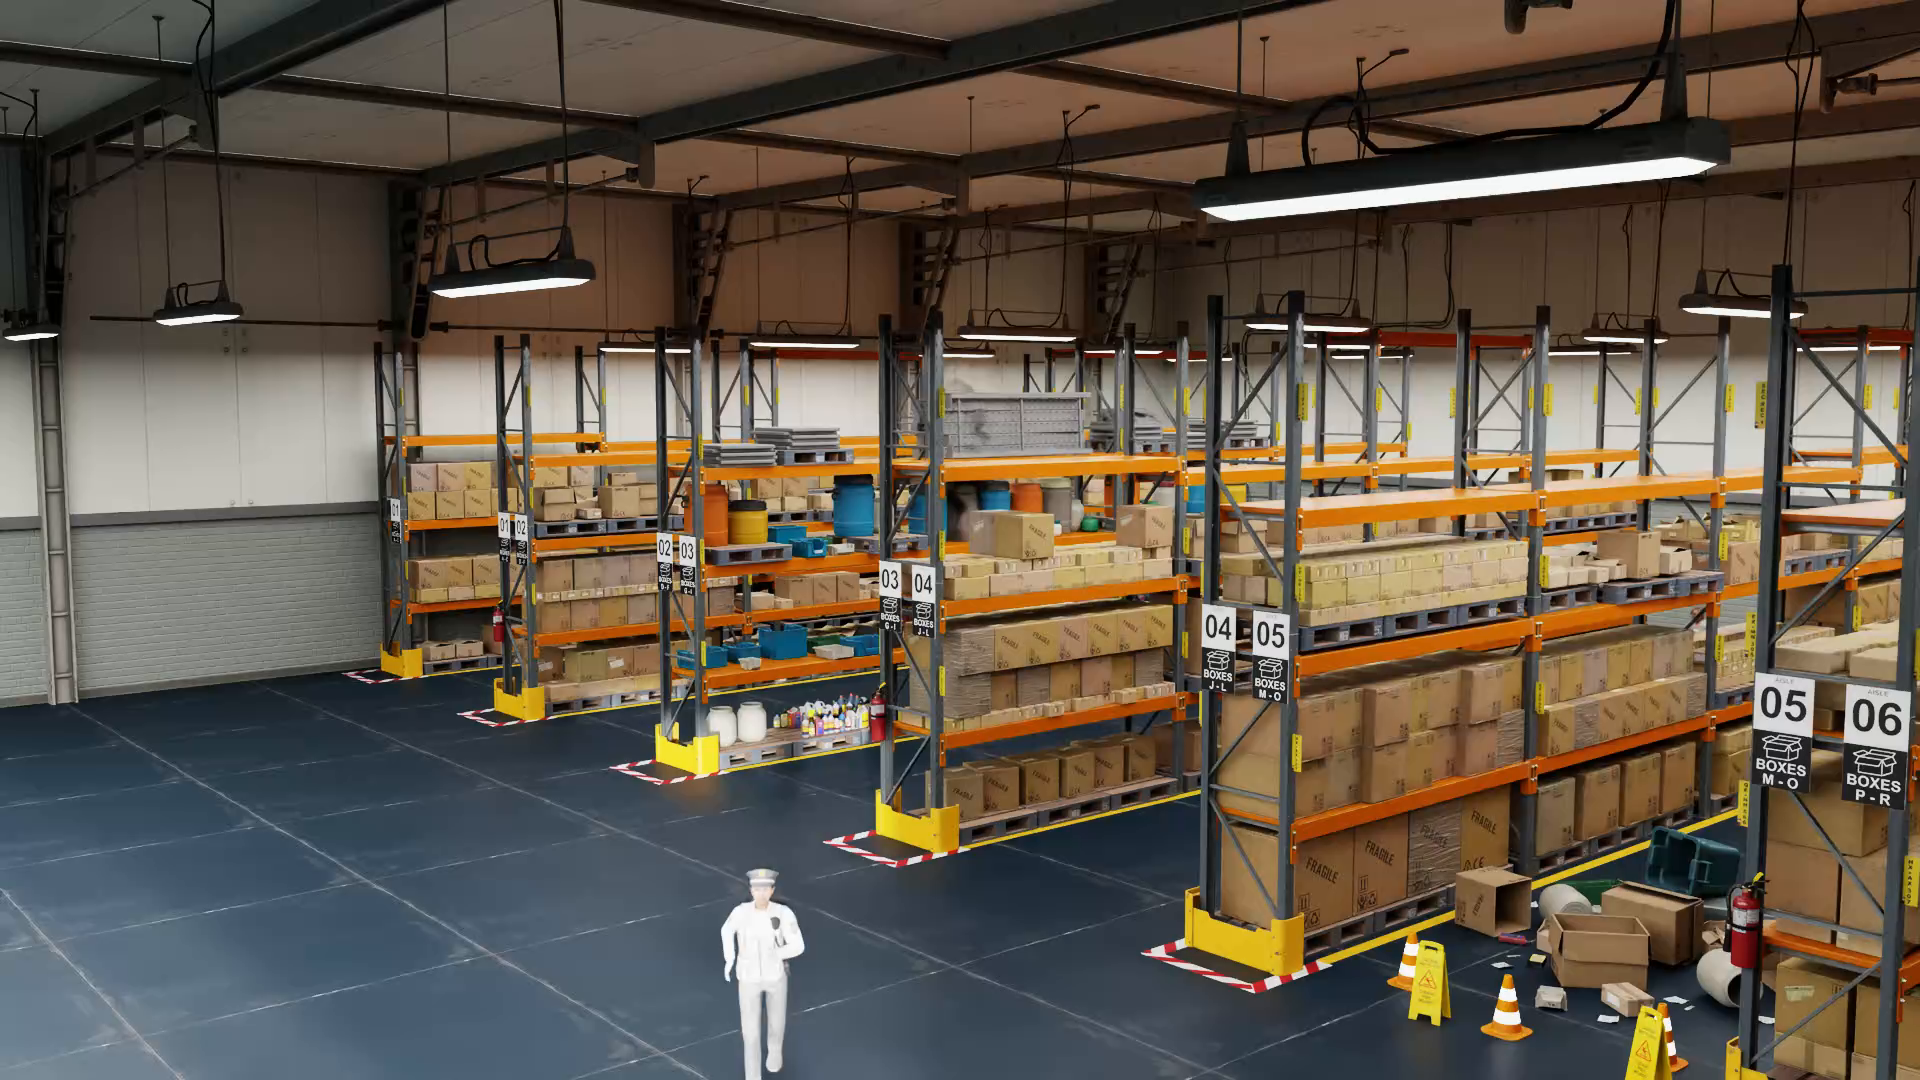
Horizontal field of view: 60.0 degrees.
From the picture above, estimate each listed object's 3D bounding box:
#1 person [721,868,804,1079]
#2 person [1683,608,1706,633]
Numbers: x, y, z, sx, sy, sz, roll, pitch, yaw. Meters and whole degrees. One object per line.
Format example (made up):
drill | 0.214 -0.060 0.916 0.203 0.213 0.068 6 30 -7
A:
person | -1.433 3.199 12.087 0.608 1.683 0.920 -1 5 -6
person | 12.240 1.895 27.606 0.558 1.551 0.579 3 6 28
